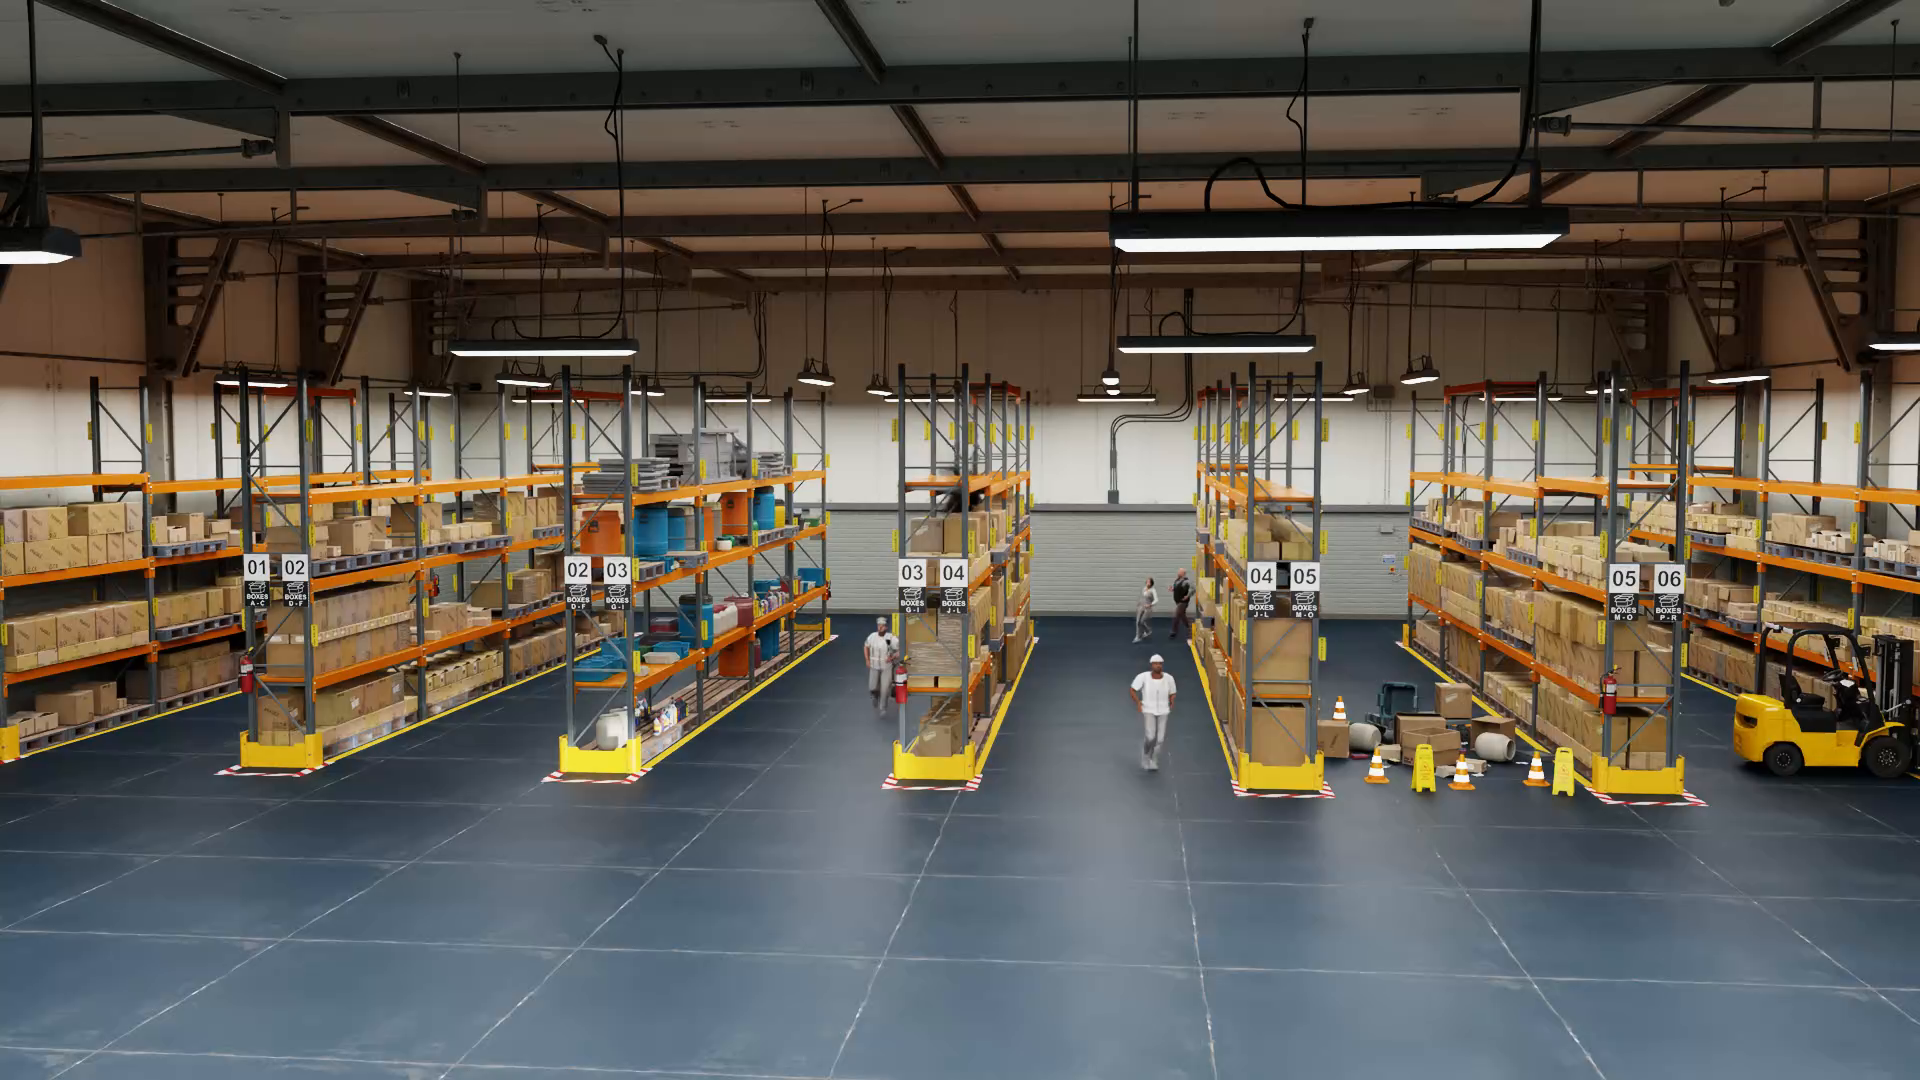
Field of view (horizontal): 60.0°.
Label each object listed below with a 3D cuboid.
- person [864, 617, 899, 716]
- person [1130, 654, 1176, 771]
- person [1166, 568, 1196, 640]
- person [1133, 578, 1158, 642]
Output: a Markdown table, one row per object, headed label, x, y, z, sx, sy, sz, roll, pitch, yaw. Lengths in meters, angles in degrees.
| label | x | y | z | sx | sy | sz | roll | pitch | yaw |
| --- | --- | --- | --- | --- | --- | --- | --- | --- | --- |
| person | -1.389 | 2.242 | 29.504 | 0.692 | 1.755 | 0.611 | 1 | 4 | 8 |
| person | 2.884 | 2.557 | 24.533 | 0.671 | 1.730 | 0.617 | 0 | 4 | -7 |
| person | 5.410 | 1.548 | 40.435 | 0.818 | 1.761 | 0.665 | -1 | 4 | -18 |
| person | 4.497 | 1.682 | 39.911 | 0.583 | 1.554 | 0.603 | 4 | 5 | 45 |
